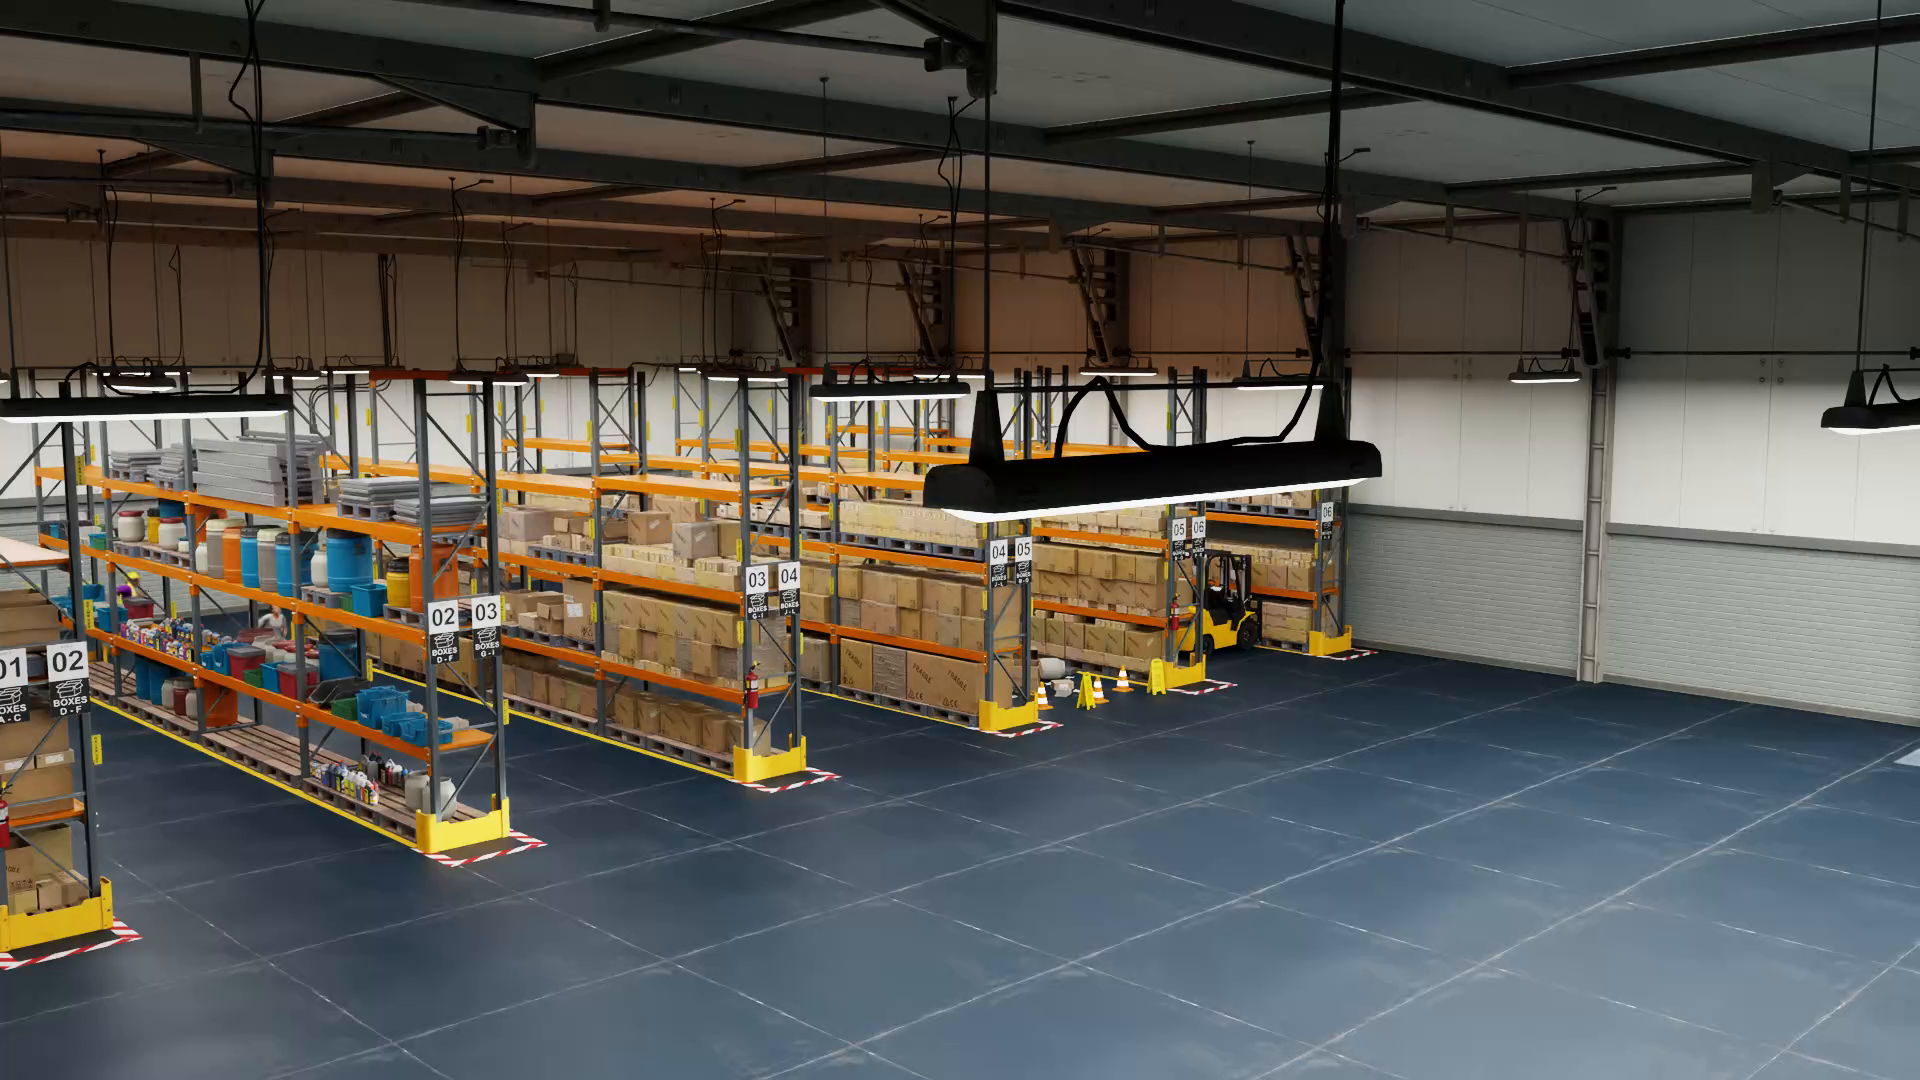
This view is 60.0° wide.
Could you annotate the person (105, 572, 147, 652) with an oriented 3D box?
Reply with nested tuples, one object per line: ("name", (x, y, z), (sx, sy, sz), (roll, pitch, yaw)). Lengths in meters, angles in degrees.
("person", (-17.532, 1.535, 34.910), (0.916, 1.713, 0.685), (-4, 8, -33))

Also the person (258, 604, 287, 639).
("person", (-13.148, 1.970, 31.747), (0.687, 1.627, 0.590), (5, 8, 38))
